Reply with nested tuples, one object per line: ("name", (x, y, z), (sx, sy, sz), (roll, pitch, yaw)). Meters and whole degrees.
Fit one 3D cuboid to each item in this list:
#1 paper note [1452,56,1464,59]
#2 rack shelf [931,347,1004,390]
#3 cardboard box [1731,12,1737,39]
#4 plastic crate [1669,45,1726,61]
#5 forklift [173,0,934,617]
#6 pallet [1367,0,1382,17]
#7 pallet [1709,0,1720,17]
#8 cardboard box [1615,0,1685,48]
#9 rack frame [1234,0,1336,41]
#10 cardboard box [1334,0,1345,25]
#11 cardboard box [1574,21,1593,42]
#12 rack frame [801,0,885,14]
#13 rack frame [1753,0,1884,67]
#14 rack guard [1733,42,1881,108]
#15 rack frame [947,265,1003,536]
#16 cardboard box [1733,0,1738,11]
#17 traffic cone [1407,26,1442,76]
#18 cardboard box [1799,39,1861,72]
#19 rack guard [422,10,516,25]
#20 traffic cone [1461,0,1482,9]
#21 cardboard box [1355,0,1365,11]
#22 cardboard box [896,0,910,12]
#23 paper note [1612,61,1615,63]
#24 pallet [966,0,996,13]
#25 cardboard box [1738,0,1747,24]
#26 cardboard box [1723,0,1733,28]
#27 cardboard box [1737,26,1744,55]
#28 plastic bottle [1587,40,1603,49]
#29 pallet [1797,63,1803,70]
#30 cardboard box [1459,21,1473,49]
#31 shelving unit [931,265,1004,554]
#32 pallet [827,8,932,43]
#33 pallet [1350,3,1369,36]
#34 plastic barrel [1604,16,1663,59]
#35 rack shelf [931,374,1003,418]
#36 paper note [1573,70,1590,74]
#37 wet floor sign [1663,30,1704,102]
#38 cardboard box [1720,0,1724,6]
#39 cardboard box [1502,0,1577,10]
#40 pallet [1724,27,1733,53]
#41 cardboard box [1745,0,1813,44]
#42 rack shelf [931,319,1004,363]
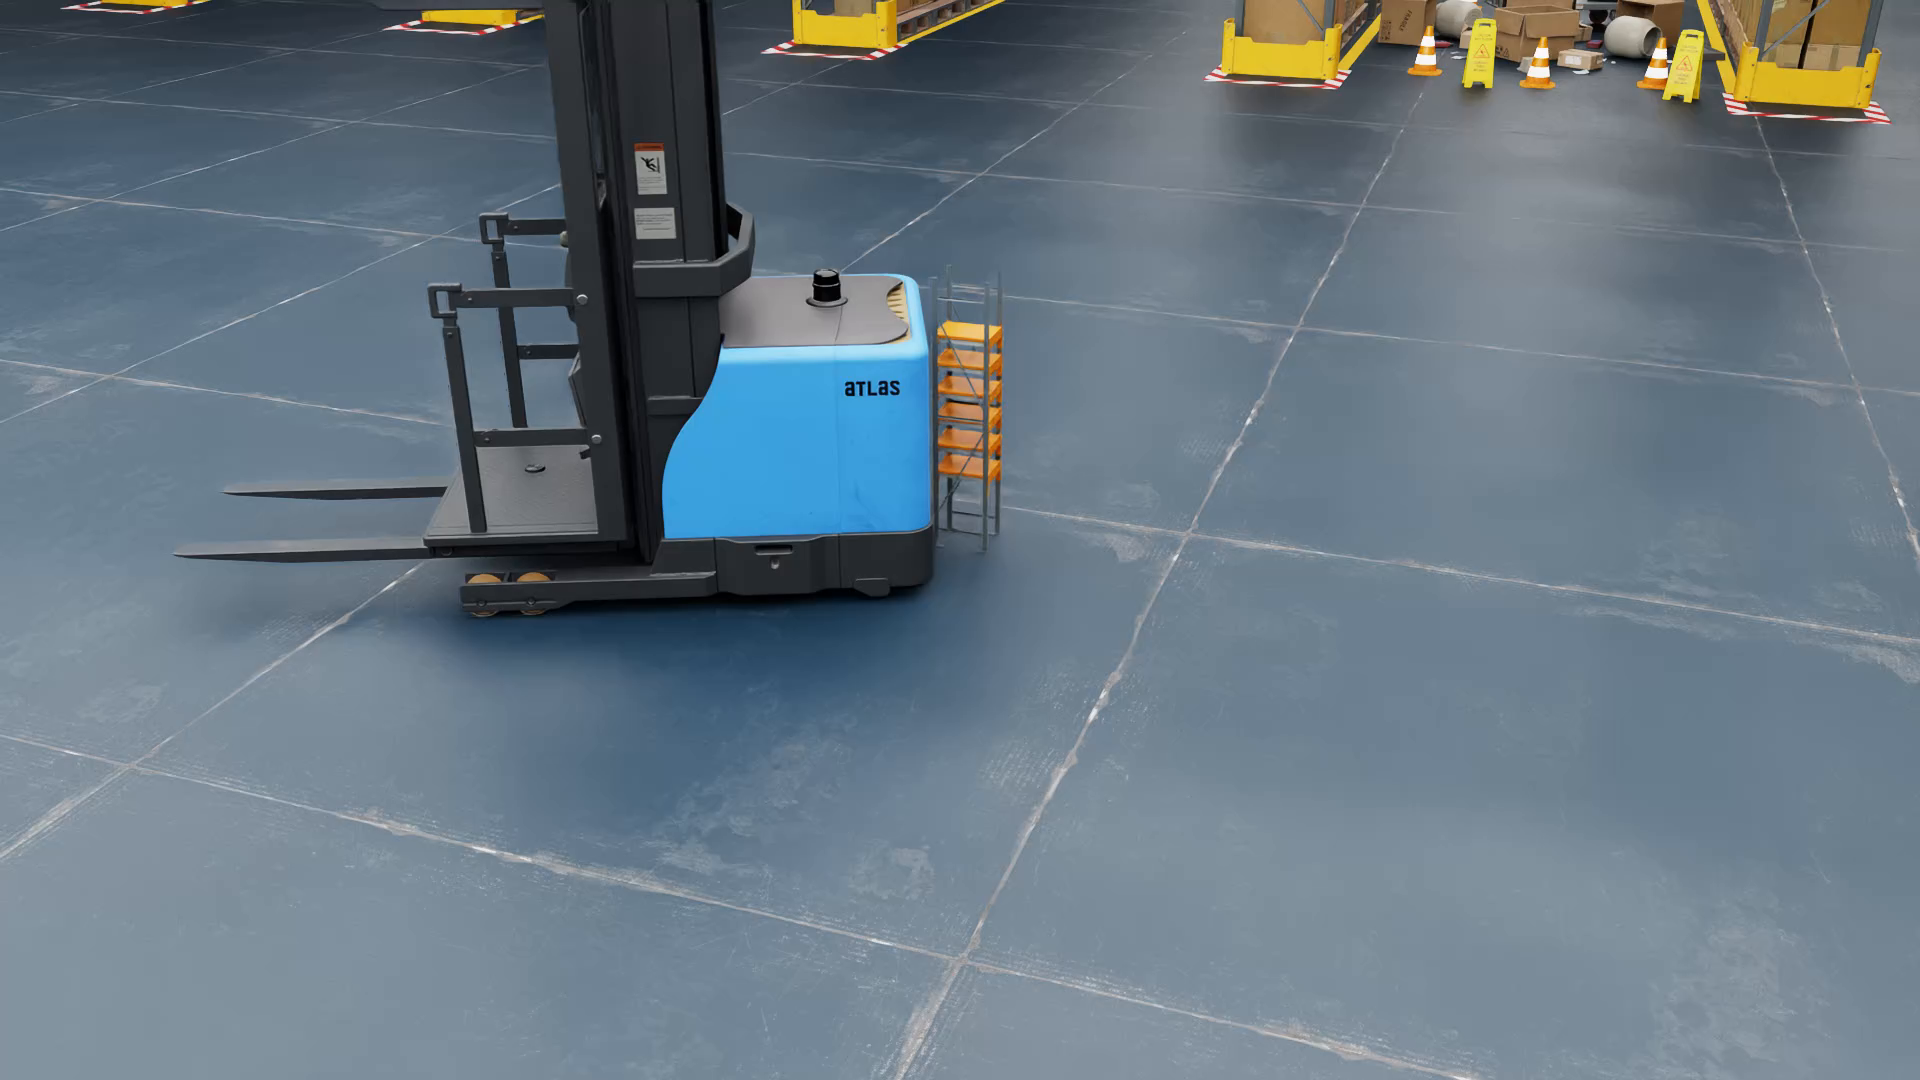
("paper note", (5.425, -5.242, 18.043), (0.144, 0.017, 0.142), (20, 32, 35))
("rack shelf", (0.031, -0.713, 6.896), (0.258, 0.103, 0.180), (8, 27, 16))
("cardboard box", (8.556, -5.474, 17.788), (0.500, 0.250, 0.500), (8, 27, 17))
("plastic crate", (8.053, -5.325, 18.157), (0.402, 0.080, 0.583), (0, 26, -1))
("forklift", (-1.649, -1.253, 6.474), (3.031, 2.935, 1.130), (-2, 26, -4))
("pallet", (4.833, -6.915, 21.289), (1.003, 0.211, 1.213), (9, 27, 17))
("pallet", (10.010, -6.734, 20.915), (1.003, 0.211, 1.213), (9, 27, 17))
("cardboard box", (7.709, -5.799, 18.650), (0.500, 0.500, 0.500), (-14, 29, -27))
("rack frame", (3.316, -6.198, 16.609), (1.000, 3.000, 0.127), (9, 27, 17))
("cardboard box", (3.770, -6.081, 18.323), (0.875, 0.875, 0.875), (8, 27, 17))
("cardboard box", (7.053, -5.911, 19.154), (0.258, 0.266, 0.396), (-9, 27, -18))
("rack frame", (-1.328, -6.959, 18.180), (1.000, 3.000, 0.127), (9, 27, 17))
("rack frame", (8.017, -5.522, 15.212), (1.000, 3.000, 0.127), (9, 27, 17))
("rack guard", (8.043, -4.428, 15.821), (1.175, 0.500, 0.348), (9, 27, 17))
("rack frame", (0.059, -0.575, 7.060), (0.240, 1.200, 0.006), (8, 27, 16))
("cardboard box", (8.730, -6.029, 18.074), (0.500, 0.500, 0.500), (10, 28, 20))
("traffic cone", (4.832, -5.069, 17.187), (0.336, 0.463, 0.334), (9, 27, 17))
("cardboard box", (8.547, -4.765, 16.322), (0.500, 0.250, 0.500), (9, 27, 17))
("rack guard", (-6.018, -6.590, 20.287), (1.175, 0.500, 0.348), (9, 27, 17))
("traffic cone", (6.517, -7.032, 21.243), (0.336, 0.463, 0.334), (9, 27, 17))
("cardboard box", (4.372, -6.826, 19.863), (0.875, 0.875, 0.875), (9, 27, 18))
("cardboard box", (-0.938, -6.528, 19.676), (0.500, 0.500, 0.500), (17, 30, 31))
("paper note", (6.999, -5.118, 17.810), (0.032, 0.001, 0.123), (9, 27, 17))
("pallet", (-0.187, -7.066, 21.602), (1.003, 0.211, 1.213), (9, 27, 17))
("cardboard box", (8.383, -5.599, 17.185), (0.500, 0.500, 0.500), (8, 27, 16))
("cardboard box", (8.897, -5.914, 18.695), (0.500, 0.250, 0.500), (7, 27, 15))
("cardboard box", (8.212, -5.056, 16.924), (0.500, 0.250, 0.500), (9, 27, 18))
("plastic bottle", (7.150, -5.585, 18.714), (0.133, 0.061, 0.283), (14, 29, 26))
("pallet", (8.346, -4.627, 16.563), (1.003, 0.211, 1.213), (9, 27, 17))
("cardboard box", (5.812, -5.638, 18.589), (0.396, 0.266, 0.258), (14, 29, 26))
("shelving unit", (0.031, -0.537, 6.982), (0.258, 1.200, 0.189), (8, 27, 16))
("pallet", (-0.999, -6.064, 19.532), (1.003, 0.211, 1.213), (9, 27, 17))
("pallet", (4.320, -6.286, 19.990), (1.003, 0.211, 1.213), (9, 27, 17))
("plastic barrel", (7.277, -5.431, 17.980), (0.421, 0.421, 0.512), (-14, 29, -27))
("rack shelf", (0.031, -0.605, 6.949), (0.258, 0.103, 0.180), (8, 27, 16))
("paper note", (6.455, -4.863, 17.258), (0.148, 0.019, 0.142), (0, 26, -1))
("wet floor sign", (6.945, -4.539, 15.885), (0.267, 0.644, 0.232), (20, 32, 35))
("cardboard box", (9.757, -6.684, 20.146), (0.950, 0.372, 0.625), (11, 28, 21))
("cardboard box", (6.518, -5.934, 18.772), (0.797, 0.637, 0.503), (9, 27, 17))
("pallet", (9.158, -5.629, 18.634), (1.003, 0.211, 1.213), (9, 27, 17))
("cardboard box", (8.038, -5.178, 16.315), (0.500, 0.500, 0.500), (9, 27, 18))
("rack shelf", (0.031, -0.821, 6.844), (0.258, 0.103, 0.180), (8, 27, 16))
